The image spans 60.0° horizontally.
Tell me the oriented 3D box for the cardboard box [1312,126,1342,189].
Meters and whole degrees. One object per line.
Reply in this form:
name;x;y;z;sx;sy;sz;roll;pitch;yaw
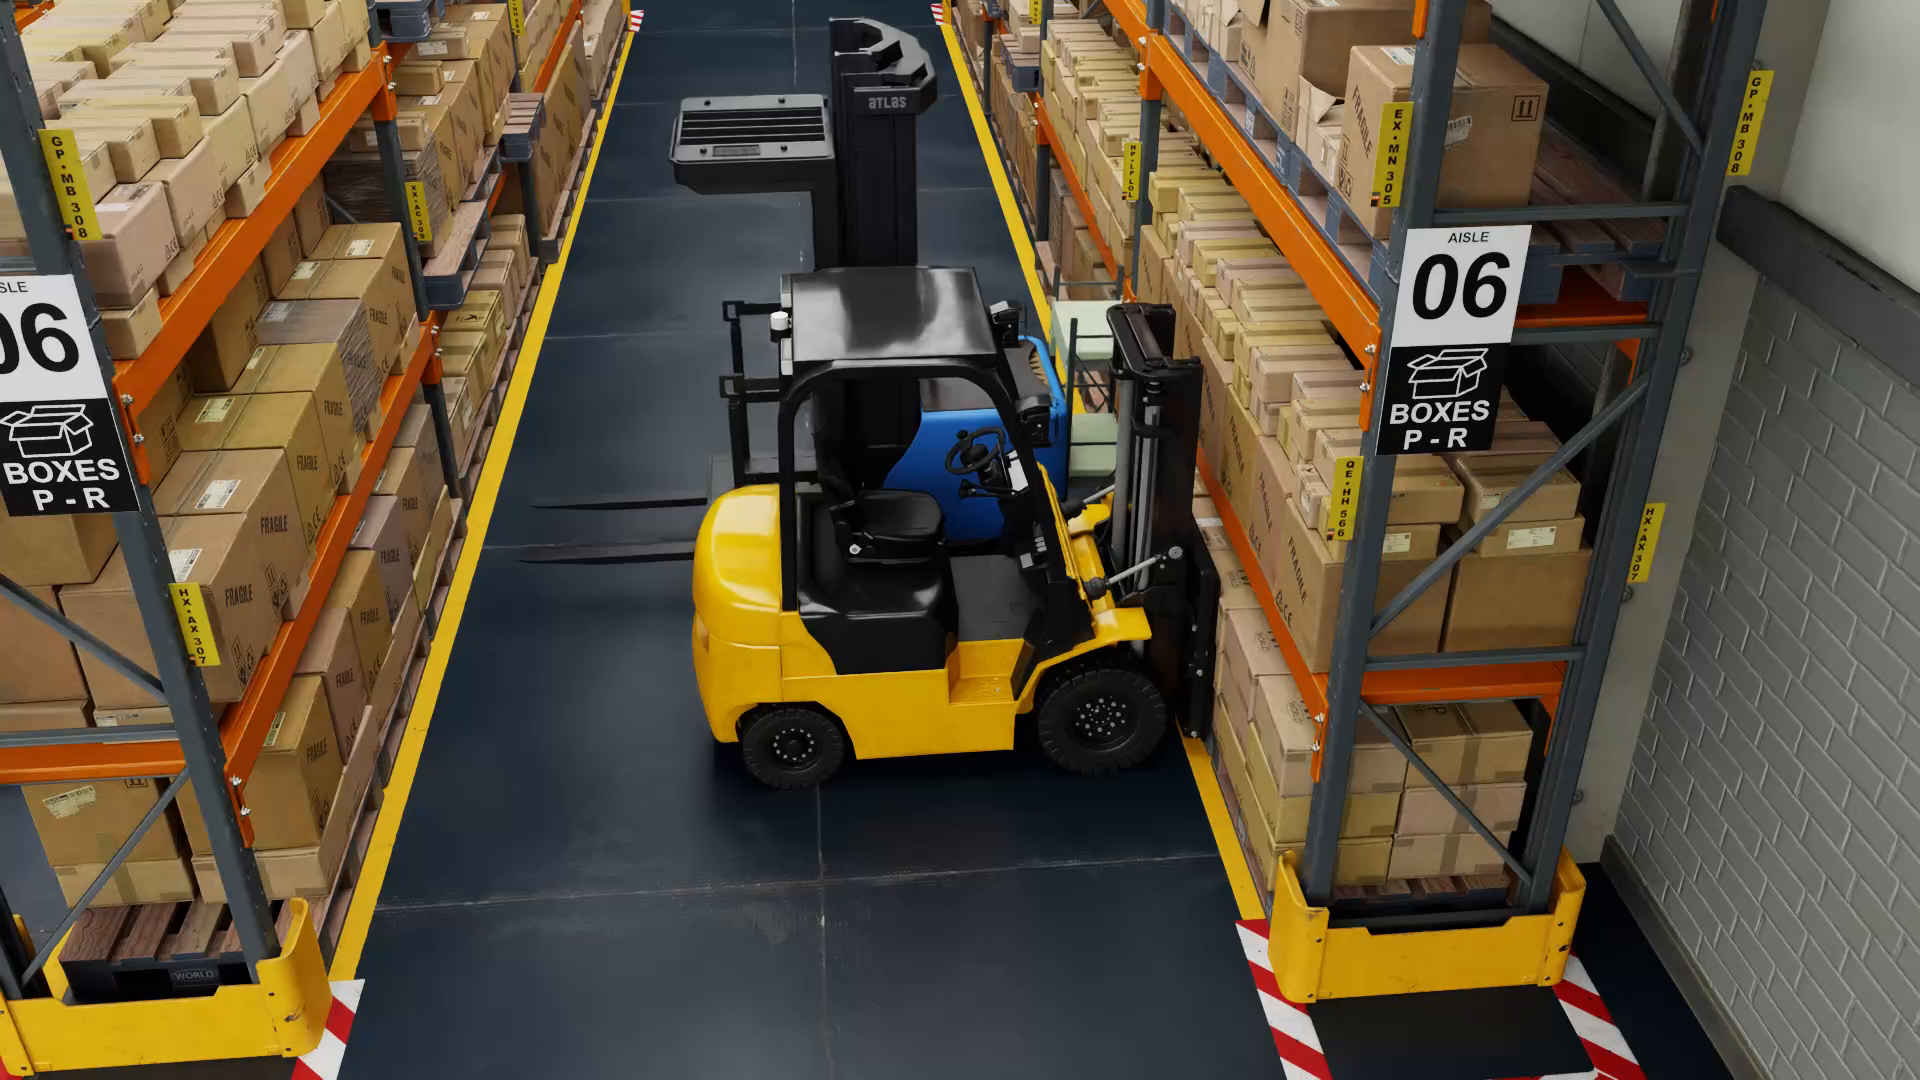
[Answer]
cardboard box;1.484;-1.372;5.935;0.380;0.149;0.250;-4;31;-6

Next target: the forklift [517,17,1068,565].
forklift;-0.961;-1.206;8.912;3.031;2.935;1.130;-3;31;-5

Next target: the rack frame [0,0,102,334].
rack frame;-3.078;-1.896;4.150;1.000;3.000;0.127;-3;31;-5

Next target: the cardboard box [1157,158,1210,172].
cardboard box;1.237;-2.088;9.591;0.380;0.149;0.250;-2;31;-3

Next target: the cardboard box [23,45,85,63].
cardboard box;-3.581;-1.783;6.352;0.380;0.149;0.250;-2;31;-3

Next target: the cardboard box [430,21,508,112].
cardboard box;-3.447;-3.274;11.509;0.500;0.500;0.500;-3;31;-5

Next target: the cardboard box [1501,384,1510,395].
cardboard box;2.007;-0.588;6.789;0.380;0.149;0.250;-3;31;-4

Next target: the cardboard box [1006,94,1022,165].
cardboard box;0.707;-3.745;15.123;0.500;0.500;0.500;-4;31;-6

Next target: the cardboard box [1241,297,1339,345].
cardboard box;1.471;-0.965;7.421;0.380;0.149;0.250;-2;31;-4

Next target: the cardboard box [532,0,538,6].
cardboard box;-3.717;-4.658;13.552;0.500;0.500;0.500;-2;31;-3

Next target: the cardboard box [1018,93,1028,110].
cardboard box;0.722;-3.949;14.832;0.380;0.149;0.250;-4;31;-7

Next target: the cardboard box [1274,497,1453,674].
cardboard box;1.556;0.158;6.463;0.500;0.500;0.500;-3;31;-6

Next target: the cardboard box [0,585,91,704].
cardboard box;-3.403;0.245;6.028;0.500;0.500;0.500;-3;31;-5

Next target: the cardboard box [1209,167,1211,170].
cardboard box;1.697;-2.024;9.873;0.500;0.250;0.500;-3;31;-5

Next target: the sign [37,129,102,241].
sign;-2.538;-1.010;4.738;0.100;0.325;0.005;-3;31;-5

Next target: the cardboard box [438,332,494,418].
cardboard box;-3.574;-1.050;10.736;0.950;0.372;0.625;-1;31;-1

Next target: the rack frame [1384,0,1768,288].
rack frame;1.863;-2.136;4.551;1.000;3.000;0.127;-3;31;-5

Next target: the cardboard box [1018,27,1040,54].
cardboard box;0.673;-4.034;13.415;0.380;0.149;0.250;-2;31;-4

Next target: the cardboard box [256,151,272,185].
cardboard box;-2.976;-1.478;6.619;0.380;0.149;0.250;-4;31;-6

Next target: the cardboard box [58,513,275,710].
cardboard box;-2.846;0.254;6.013;0.500;0.500;0.500;-3;31;-5

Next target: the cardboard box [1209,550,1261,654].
cardboard box;1.399;0.273;7.665;0.500;0.250;0.500;-2;31;-4

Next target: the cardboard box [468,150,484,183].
cardboard box;-3.283;-2.399;10.678;0.380;0.149;0.250;-2;31;-3

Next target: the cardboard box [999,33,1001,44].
cardboard box;0.583;-4.874;16.091;0.380;0.149;0.250;-4;31;-7

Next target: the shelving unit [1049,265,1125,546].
shelving unit;0.744;-0.716;9.472;0.431;1.500;0.755;-1;31;-4

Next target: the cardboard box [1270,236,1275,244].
cardboard box;1.833;-1.646;8.851;0.380;0.149;0.250;-4;31;-6

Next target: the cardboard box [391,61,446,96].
cardboard box;-3.348;-2.799;10.082;0.380;0.149;0.250;-1;31;-2

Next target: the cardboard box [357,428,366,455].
cardboard box;-3.026;-0.455;7.832;0.380;0.149;0.250;-3;31;-5

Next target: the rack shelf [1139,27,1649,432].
rack shelf;1.676;-1.560;7.214;1.077;0.370;4.000;-3;31;-5

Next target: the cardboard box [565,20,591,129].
cardboard box;-4.062;-4.403;15.859;0.875;0.875;0.875;-2;31;-3

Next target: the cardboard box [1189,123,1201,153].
cardboard box;1.630;-2.510;10.298;0.380;0.149;0.250;-3;31;-5

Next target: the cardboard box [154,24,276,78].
cardboard box;-2.965;-1.947;6.627;0.380;0.149;0.250;-2;31;-4

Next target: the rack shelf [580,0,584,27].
rack shelf;-4.386;-6.160;17.839;1.077;0.370;4.000;-3;31;-5

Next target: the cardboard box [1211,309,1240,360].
cardboard box;1.382;-0.958;7.700;0.380;0.149;0.250;-3;31;-6

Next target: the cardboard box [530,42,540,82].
cardboard box;-3.687;-3.864;13.440;0.500;0.250;0.500;-4;31;-6

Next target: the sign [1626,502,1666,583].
sign;2.416;0.010;5.886;0.100;0.325;0.005;-3;31;-5

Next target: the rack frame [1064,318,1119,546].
rack frame;0.771;-0.528;9.160;0.400;1.500;0.023;-1;31;-4

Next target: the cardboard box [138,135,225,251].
cardboard box;-2.897;-1.199;5.763;0.500;0.250;0.500;-3;31;-5

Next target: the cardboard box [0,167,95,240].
cardboard box;-2.908;-1.034;5.099;0.380;0.149;0.250;-3;31;-5

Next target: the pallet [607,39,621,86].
pallet;-4.310;-5.266;18.362;1.003;0.211;1.213;-3;31;-5

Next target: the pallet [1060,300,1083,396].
pallet;1.265;-1.404;11.895;1.003;0.211;1.213;-3;31;-5

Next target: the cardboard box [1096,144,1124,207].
cardboard box;1.134;-2.254;10.257;0.500;0.250;0.500;-4;31;-6

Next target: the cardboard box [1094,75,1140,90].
cardboard box;1.104;-3.003;11.122;0.380;0.149;0.250;-3;31;-5

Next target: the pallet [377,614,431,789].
pallet;-3.237;0.800;8.206;1.003;0.211;1.213;-3;31;-5

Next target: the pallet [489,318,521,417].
pallet;-3.643;-1.187;11.533;1.003;0.211;1.213;-3;31;-5

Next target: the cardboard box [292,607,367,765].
cardboard box;-2.934;0.654;7.272;0.500;0.500;0.500;-4;31;-6

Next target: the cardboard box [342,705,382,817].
cardboard box;-2.918;0.993;7.434;0.500;0.250;0.500;-2;31;-3

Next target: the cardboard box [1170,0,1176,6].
cardboard box;1.229;-2.762;8.262;0.380;0.149;0.250;-2;31;-4

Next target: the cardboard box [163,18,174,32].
cardboard box;-3.626;-2.213;7.462;0.500;0.250;0.500;-3;31;-5

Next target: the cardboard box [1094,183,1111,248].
cardboard box;1.130;-2.039;10.386;0.500;0.250;0.500;-3;31;-5

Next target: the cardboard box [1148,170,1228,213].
cardboard box;1.224;-1.875;8.944;0.380;0.149;0.250;-2;31;-4

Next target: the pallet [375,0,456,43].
pallet;-3.404;-2.890;8.922;1.213;0.211;1.003;-3;31;-5

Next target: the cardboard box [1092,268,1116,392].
cardboard box;1.365;-1.426;11.119;0.875;0.625;0.625;-3;31;-5

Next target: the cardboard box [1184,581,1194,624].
cardboard box;1.358;0.217;8.247;0.500;0.250;0.500;-3;31;-5

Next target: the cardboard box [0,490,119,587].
cardboard box;-3.343;-0.171;5.749;0.700;0.500;0.500;-3;31;-6
